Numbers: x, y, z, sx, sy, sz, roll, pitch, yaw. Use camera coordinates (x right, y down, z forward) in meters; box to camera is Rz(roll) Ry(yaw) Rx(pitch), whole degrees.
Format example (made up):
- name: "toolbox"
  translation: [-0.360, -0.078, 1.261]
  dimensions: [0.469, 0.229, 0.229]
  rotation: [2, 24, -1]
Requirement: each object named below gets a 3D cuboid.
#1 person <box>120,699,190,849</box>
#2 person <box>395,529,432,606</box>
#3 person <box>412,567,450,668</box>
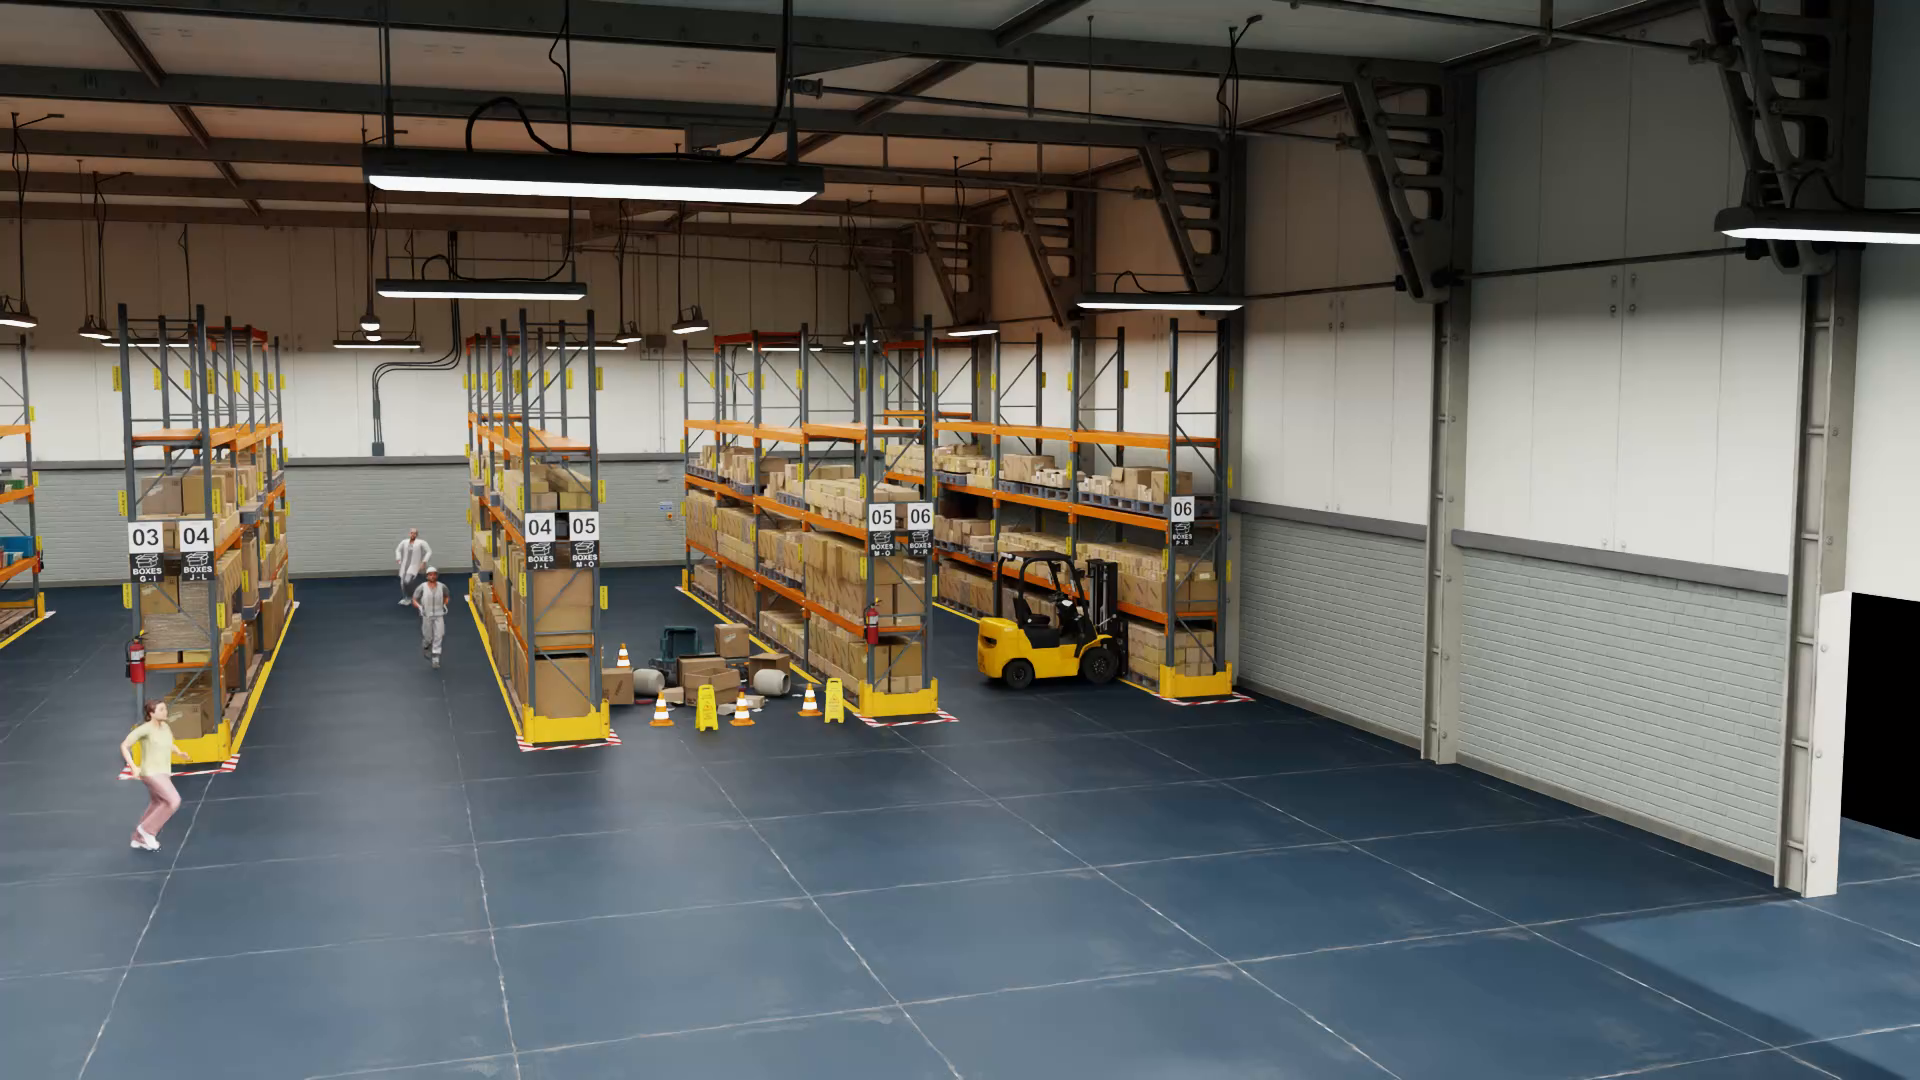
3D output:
- name: "person"
  translation: [-8.552, 2.496, 17.731]
  dimensions: [0.688, 1.626, 0.551]
  rotation: [1, 5, 6]
- name: "person"
  translation: [-12.283, 0.614, 37.242]
  dimensions: [0.776, 1.744, 0.632]
  rotation: [1, 5, 8]
- name: "person"
  translation: [-9.255, 1.346, 29.185]
  dimensions: [0.667, 1.763, 0.860]
  rotation: [-3, 6, -28]
